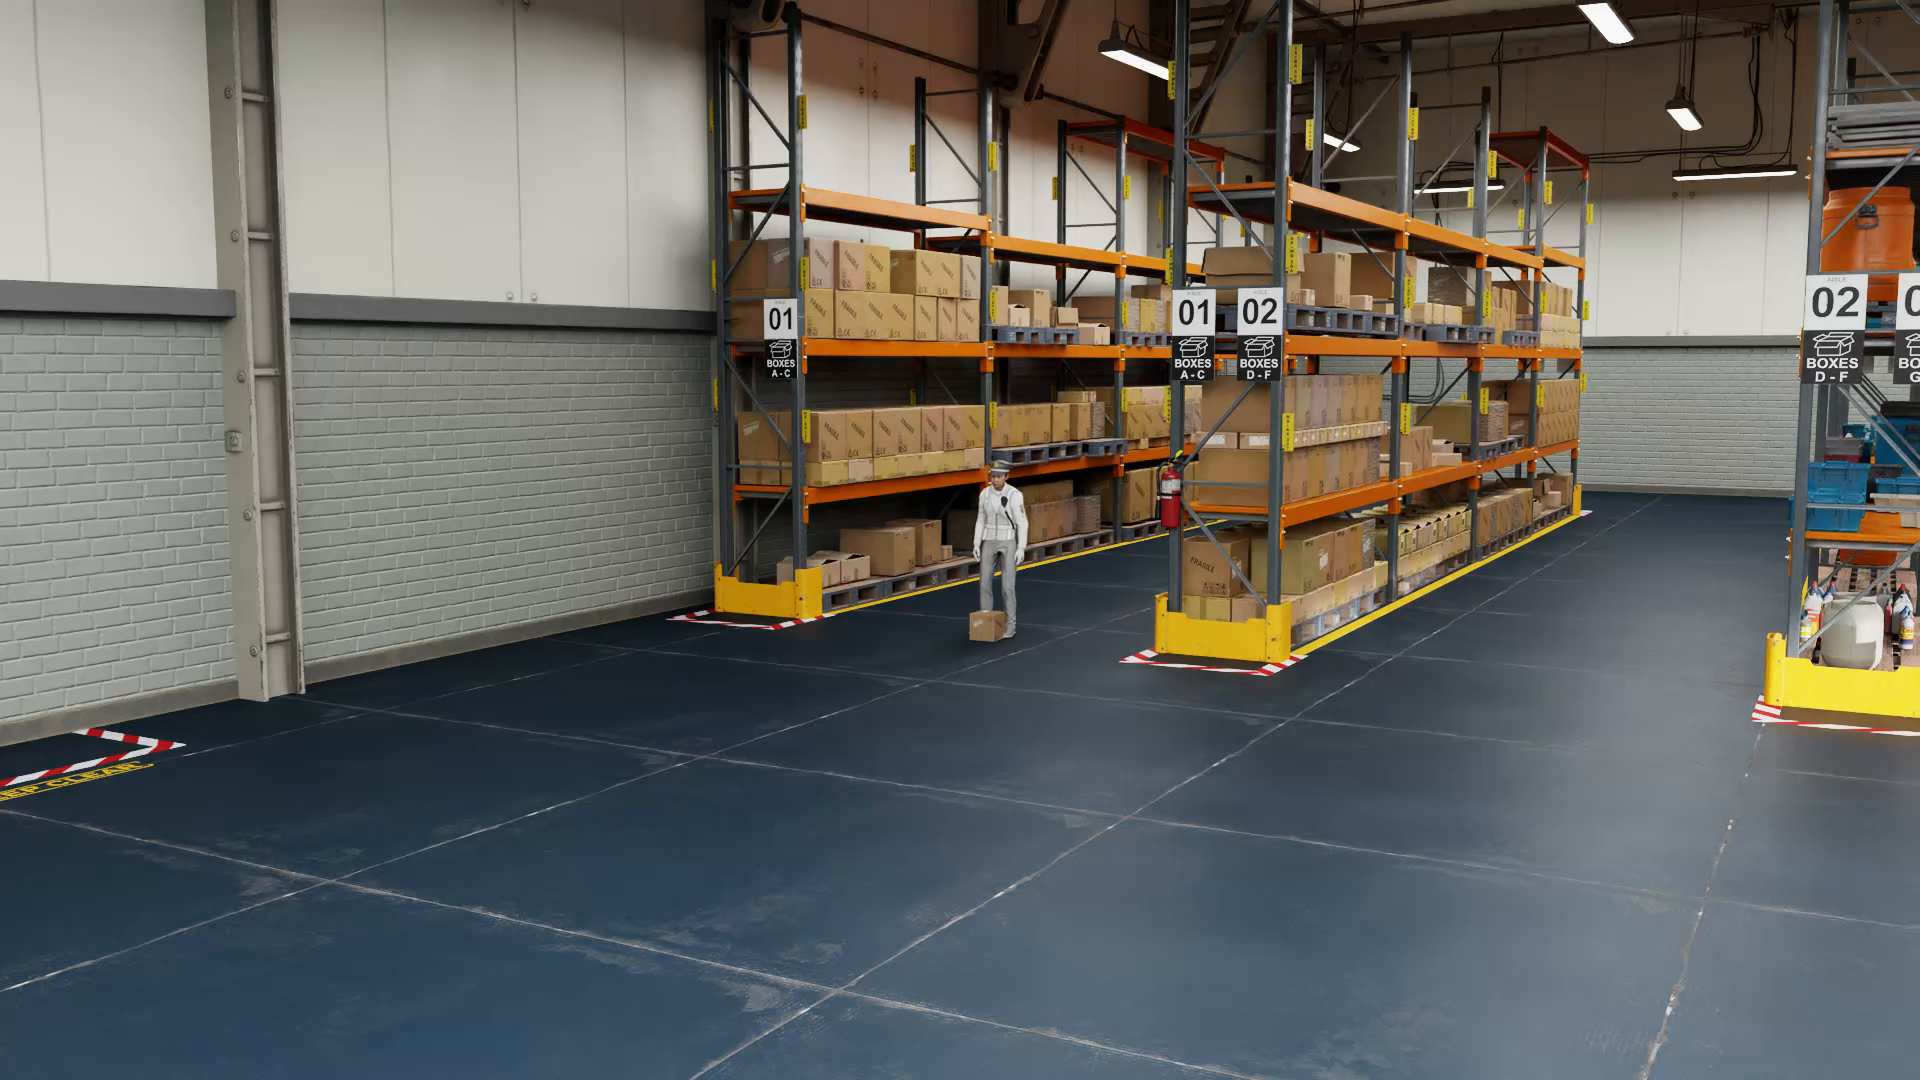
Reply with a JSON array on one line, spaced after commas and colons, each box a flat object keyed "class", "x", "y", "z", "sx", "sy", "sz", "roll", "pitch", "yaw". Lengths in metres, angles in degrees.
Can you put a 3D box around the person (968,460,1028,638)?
[{"class": "person", "x": 0.372, "y": 0.076, "z": 15.637, "sx": 0.543, "sy": 1.662, "sz": 0.376, "roll": 3, "pitch": 7, "yaw": 25}]
